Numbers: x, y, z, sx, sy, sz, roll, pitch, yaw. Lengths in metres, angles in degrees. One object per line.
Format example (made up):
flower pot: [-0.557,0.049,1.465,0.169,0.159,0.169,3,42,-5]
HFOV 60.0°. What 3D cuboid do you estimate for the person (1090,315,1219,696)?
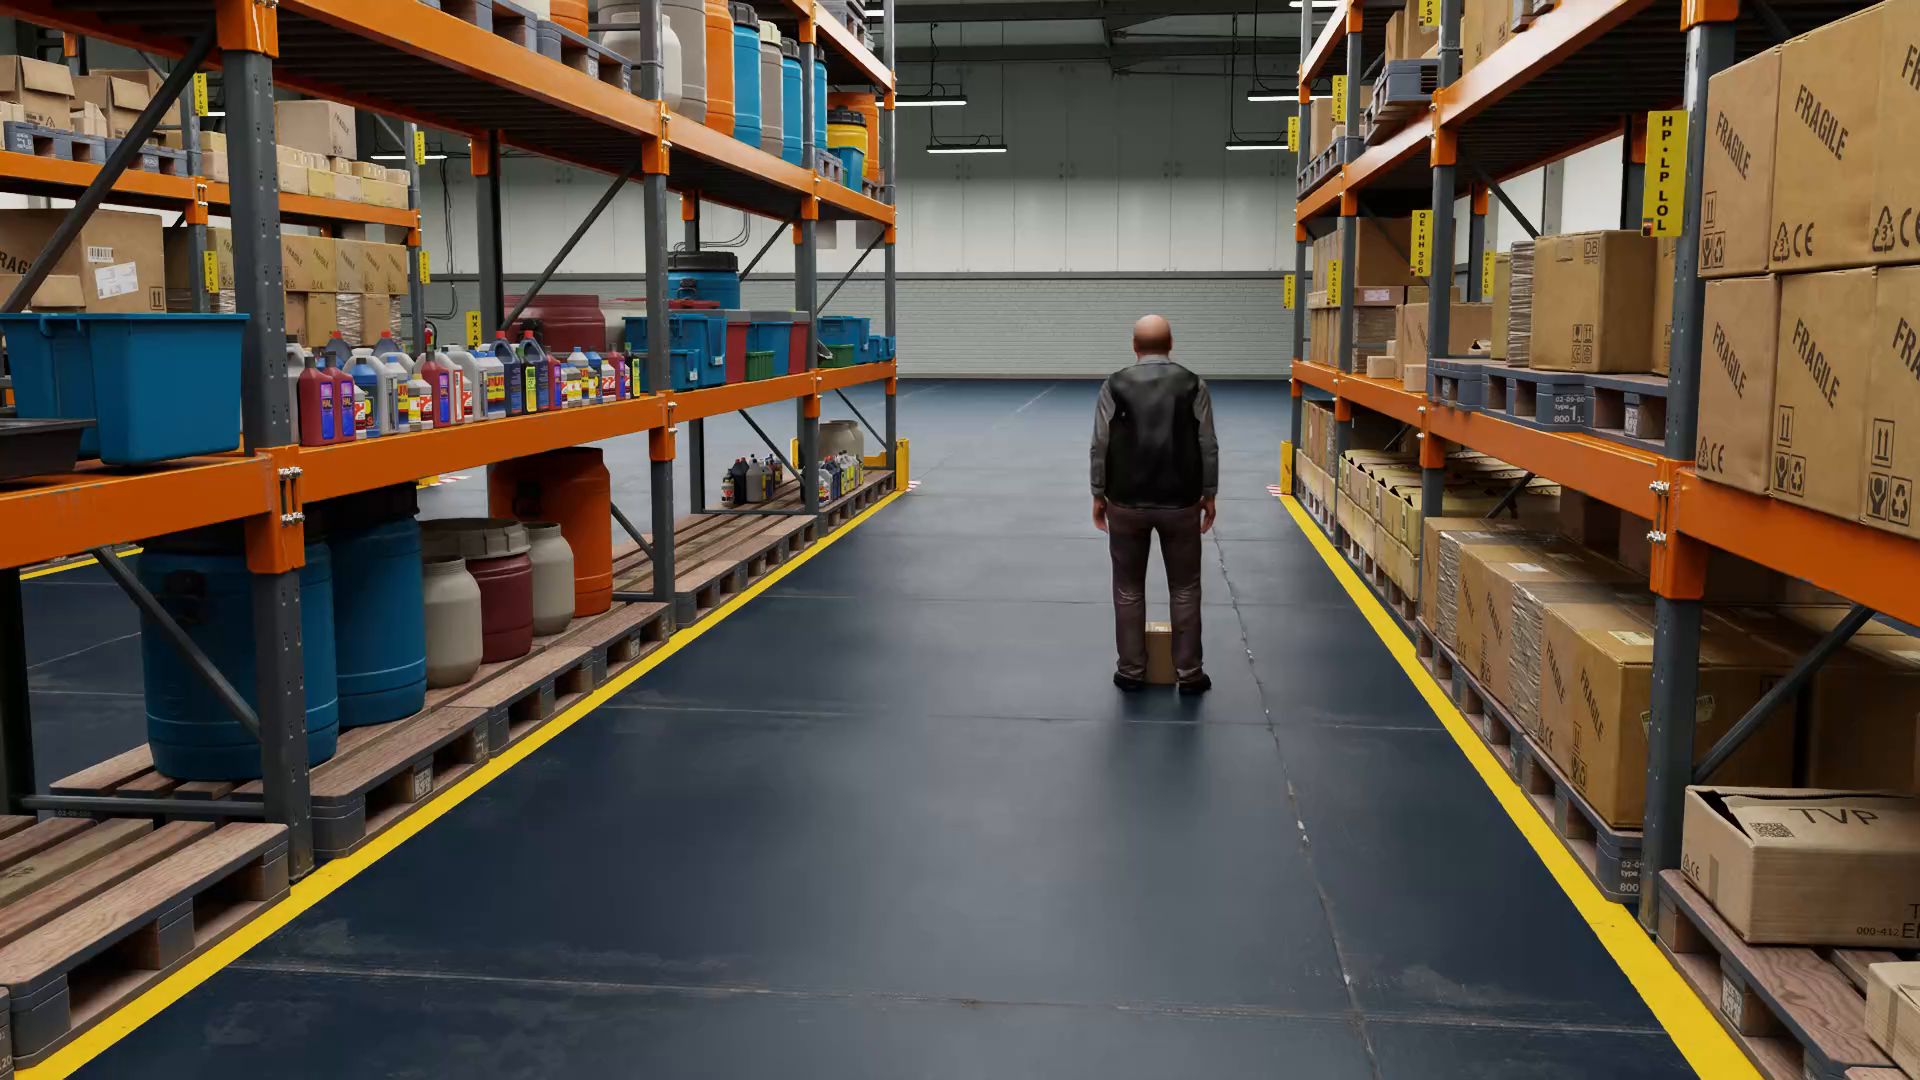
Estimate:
person: [0.884,-0.159,7.587,0.581,1.719,0.461,1,8,6]
